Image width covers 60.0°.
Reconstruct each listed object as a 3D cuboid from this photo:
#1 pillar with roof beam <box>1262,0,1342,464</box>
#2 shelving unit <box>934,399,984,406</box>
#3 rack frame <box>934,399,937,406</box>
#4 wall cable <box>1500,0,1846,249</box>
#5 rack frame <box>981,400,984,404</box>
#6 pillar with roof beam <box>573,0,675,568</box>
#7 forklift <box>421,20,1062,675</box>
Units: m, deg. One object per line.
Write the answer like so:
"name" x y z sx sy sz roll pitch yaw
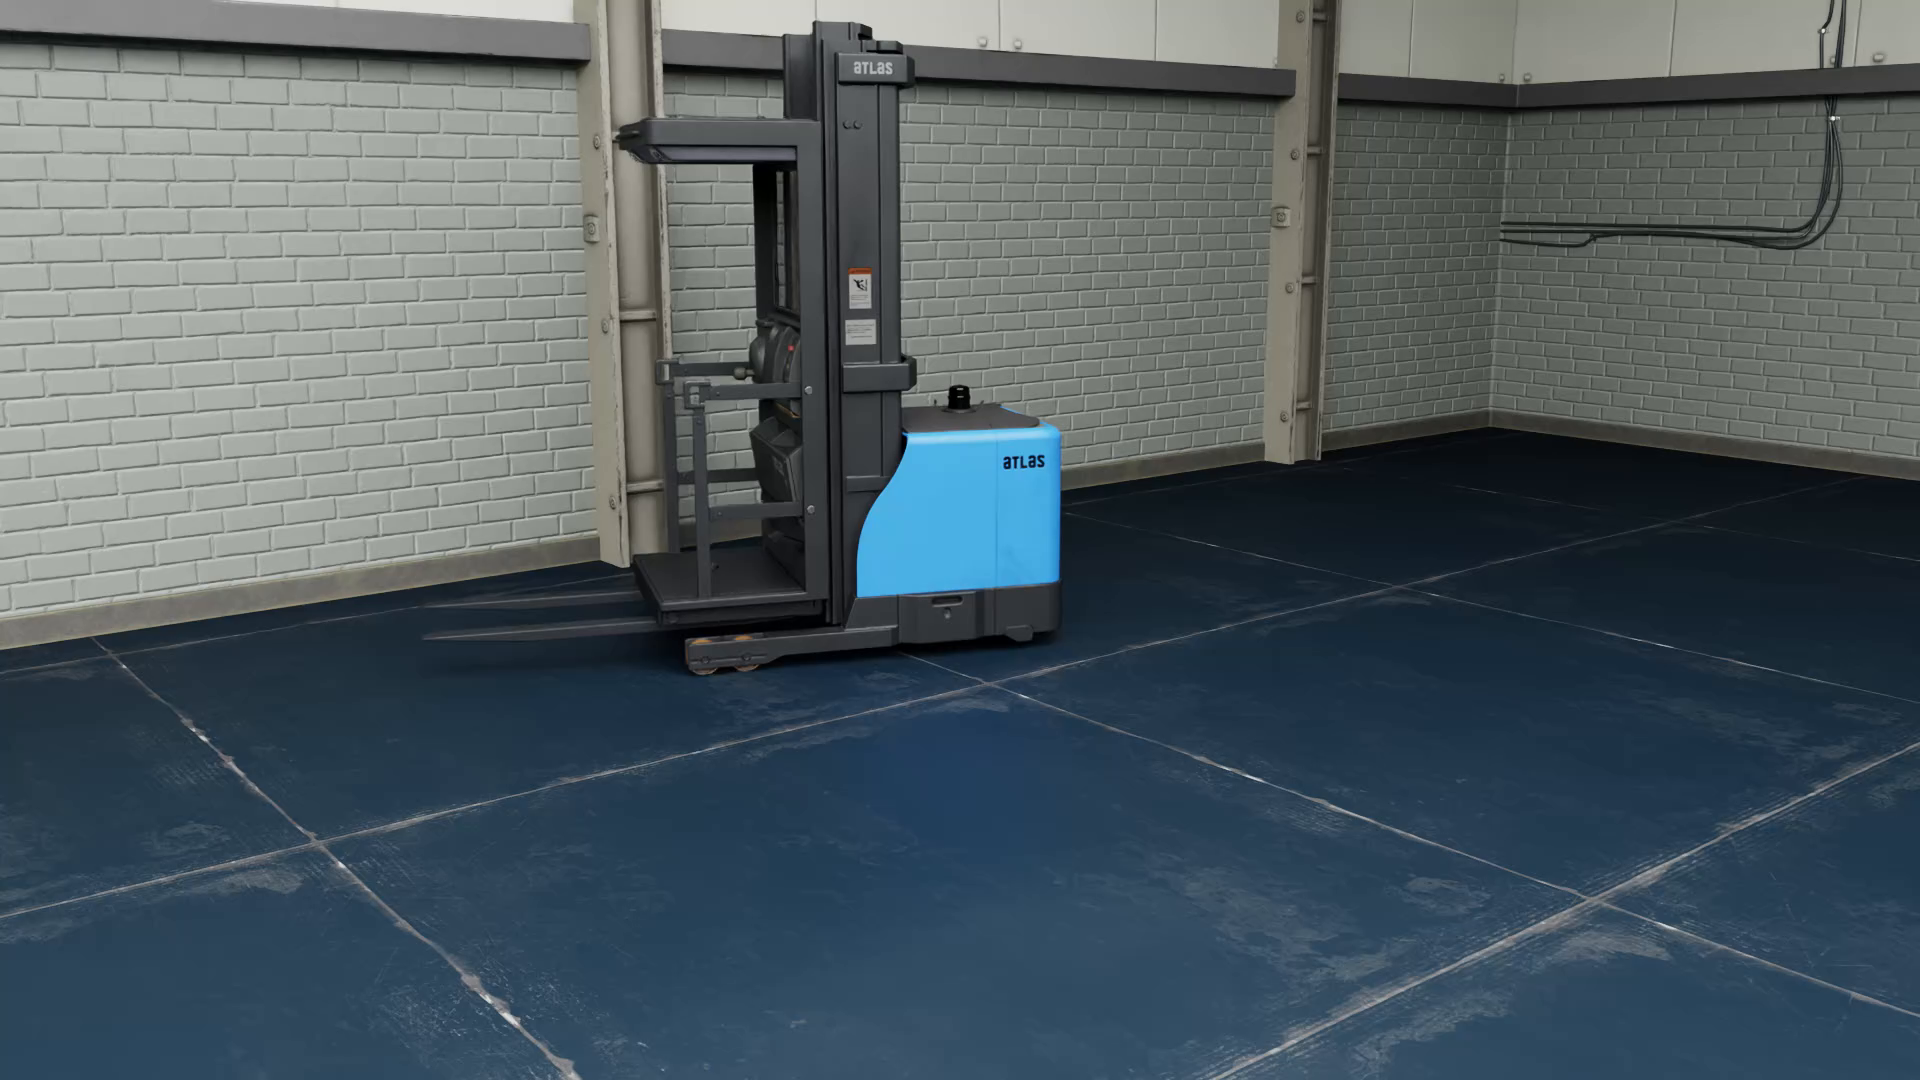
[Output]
"pillar with roof beam" 5.430 -4.368 9.534 0.400 9.000 9.100 -9 15 -38
"shelving unit" -0.006 -0.439 10.530 0.210 0.900 0.258 -9 15 -38
"rack frame" -0.086 -0.426 10.468 0.006 0.900 0.240 -9 15 -38
"wall cable" 5.867 -3.715 13.935 0.112 2.526 3.097 -9 15 -38
"rack frame" 0.073 -0.452 10.592 0.006 0.900 0.240 -9 15 -38
"pillar with roof beam" 0.745 -3.589 5.867 0.400 9.000 9.100 -9 15 -38
"forklift" -1.070 -0.931 7.956 3.031 2.935 1.130 -4 13 -17
